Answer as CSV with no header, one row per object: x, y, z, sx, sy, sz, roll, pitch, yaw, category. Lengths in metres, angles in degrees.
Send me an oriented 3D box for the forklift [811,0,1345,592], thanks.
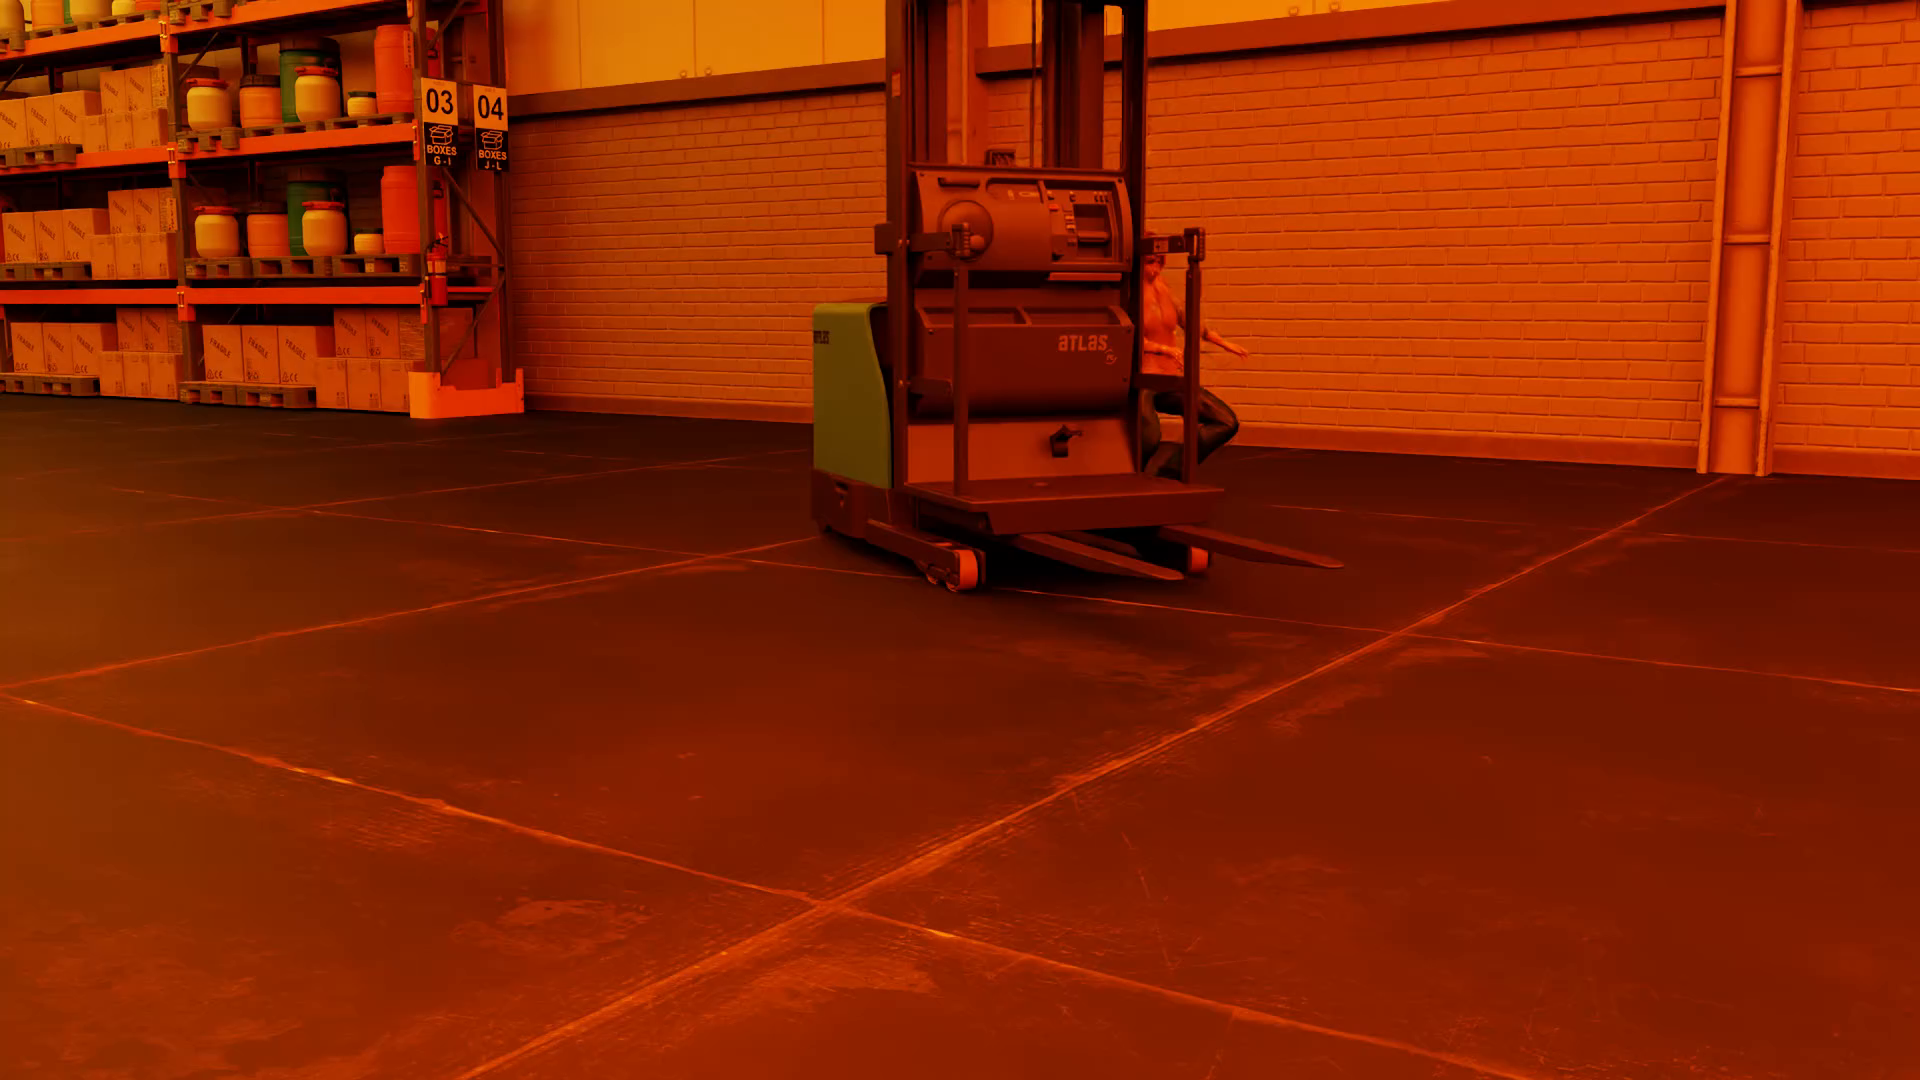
0.351,-1.323,6.494,1.130,2.935,3.031,-3,9,-23,forklift

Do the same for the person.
0.999,-0.734,7.828,0.762,1.413,0.681,-6,10,-37,person
